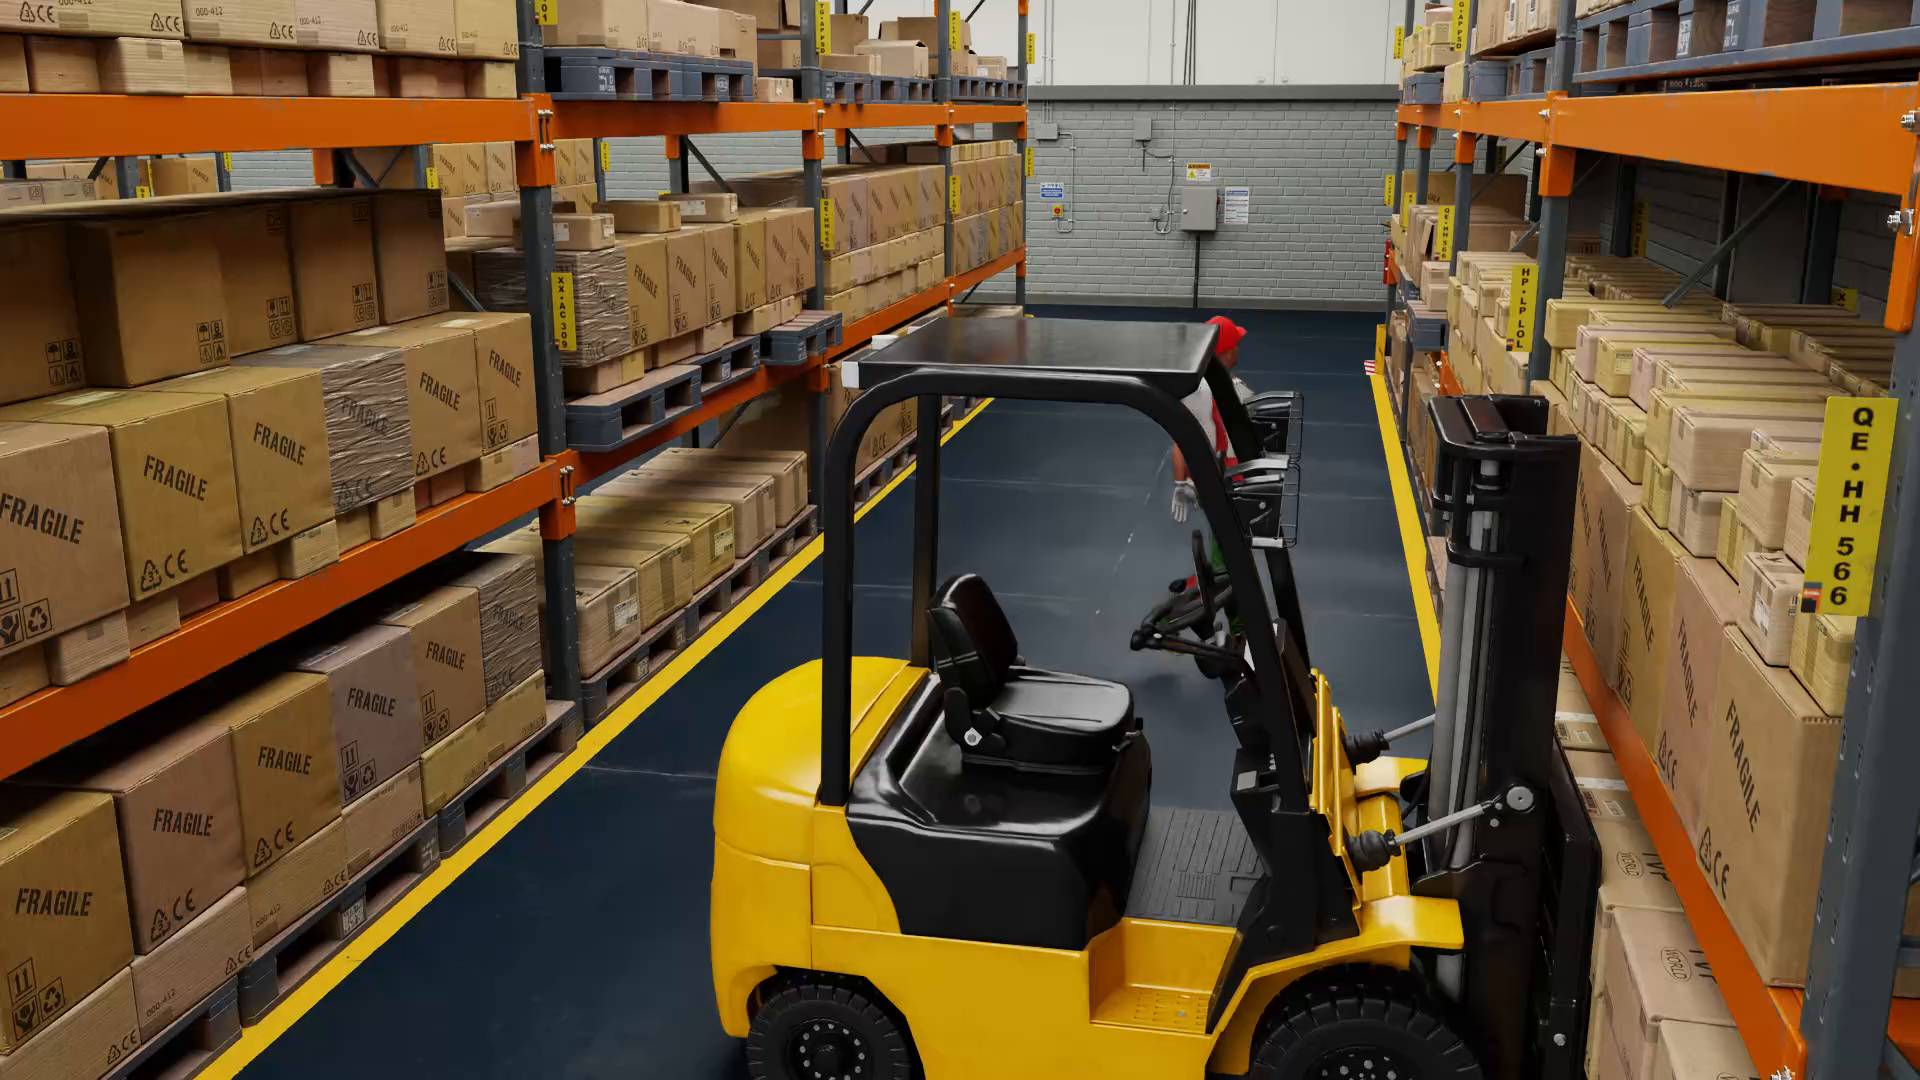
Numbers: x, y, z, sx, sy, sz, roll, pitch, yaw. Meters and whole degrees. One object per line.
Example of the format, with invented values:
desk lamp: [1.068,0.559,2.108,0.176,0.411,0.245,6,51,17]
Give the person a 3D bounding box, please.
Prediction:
person: [1.328,-0.257,8.458,0.952,1.760,0.524,-7,16,-25]
